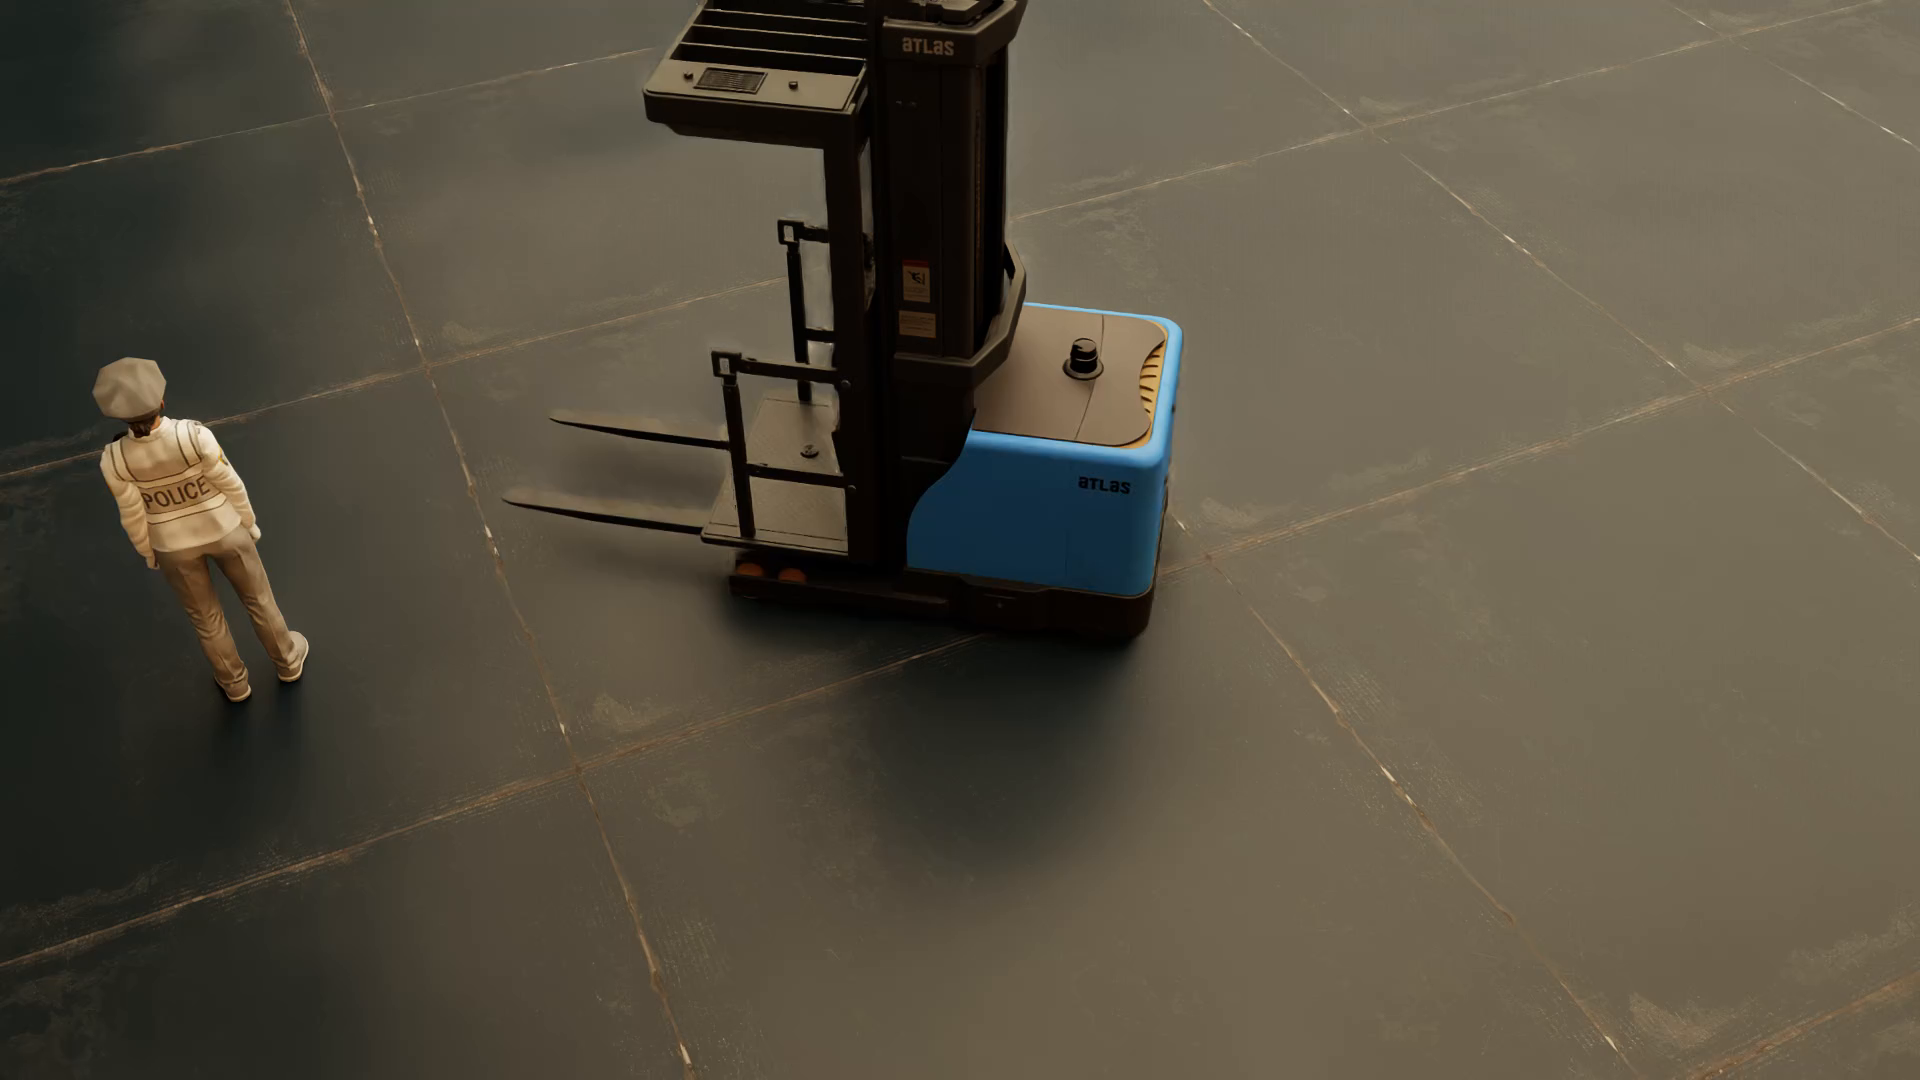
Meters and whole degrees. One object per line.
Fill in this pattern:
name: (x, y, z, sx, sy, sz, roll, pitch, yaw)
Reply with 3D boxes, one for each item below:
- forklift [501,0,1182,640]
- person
forklift: (-0.580, -1.128, 6.889, 3.031, 2.935, 1.130, 7, 44, 8)
person: (-3.031, -0.021, 6.615, 0.457, 1.694, 0.363, -18, 46, -18)
